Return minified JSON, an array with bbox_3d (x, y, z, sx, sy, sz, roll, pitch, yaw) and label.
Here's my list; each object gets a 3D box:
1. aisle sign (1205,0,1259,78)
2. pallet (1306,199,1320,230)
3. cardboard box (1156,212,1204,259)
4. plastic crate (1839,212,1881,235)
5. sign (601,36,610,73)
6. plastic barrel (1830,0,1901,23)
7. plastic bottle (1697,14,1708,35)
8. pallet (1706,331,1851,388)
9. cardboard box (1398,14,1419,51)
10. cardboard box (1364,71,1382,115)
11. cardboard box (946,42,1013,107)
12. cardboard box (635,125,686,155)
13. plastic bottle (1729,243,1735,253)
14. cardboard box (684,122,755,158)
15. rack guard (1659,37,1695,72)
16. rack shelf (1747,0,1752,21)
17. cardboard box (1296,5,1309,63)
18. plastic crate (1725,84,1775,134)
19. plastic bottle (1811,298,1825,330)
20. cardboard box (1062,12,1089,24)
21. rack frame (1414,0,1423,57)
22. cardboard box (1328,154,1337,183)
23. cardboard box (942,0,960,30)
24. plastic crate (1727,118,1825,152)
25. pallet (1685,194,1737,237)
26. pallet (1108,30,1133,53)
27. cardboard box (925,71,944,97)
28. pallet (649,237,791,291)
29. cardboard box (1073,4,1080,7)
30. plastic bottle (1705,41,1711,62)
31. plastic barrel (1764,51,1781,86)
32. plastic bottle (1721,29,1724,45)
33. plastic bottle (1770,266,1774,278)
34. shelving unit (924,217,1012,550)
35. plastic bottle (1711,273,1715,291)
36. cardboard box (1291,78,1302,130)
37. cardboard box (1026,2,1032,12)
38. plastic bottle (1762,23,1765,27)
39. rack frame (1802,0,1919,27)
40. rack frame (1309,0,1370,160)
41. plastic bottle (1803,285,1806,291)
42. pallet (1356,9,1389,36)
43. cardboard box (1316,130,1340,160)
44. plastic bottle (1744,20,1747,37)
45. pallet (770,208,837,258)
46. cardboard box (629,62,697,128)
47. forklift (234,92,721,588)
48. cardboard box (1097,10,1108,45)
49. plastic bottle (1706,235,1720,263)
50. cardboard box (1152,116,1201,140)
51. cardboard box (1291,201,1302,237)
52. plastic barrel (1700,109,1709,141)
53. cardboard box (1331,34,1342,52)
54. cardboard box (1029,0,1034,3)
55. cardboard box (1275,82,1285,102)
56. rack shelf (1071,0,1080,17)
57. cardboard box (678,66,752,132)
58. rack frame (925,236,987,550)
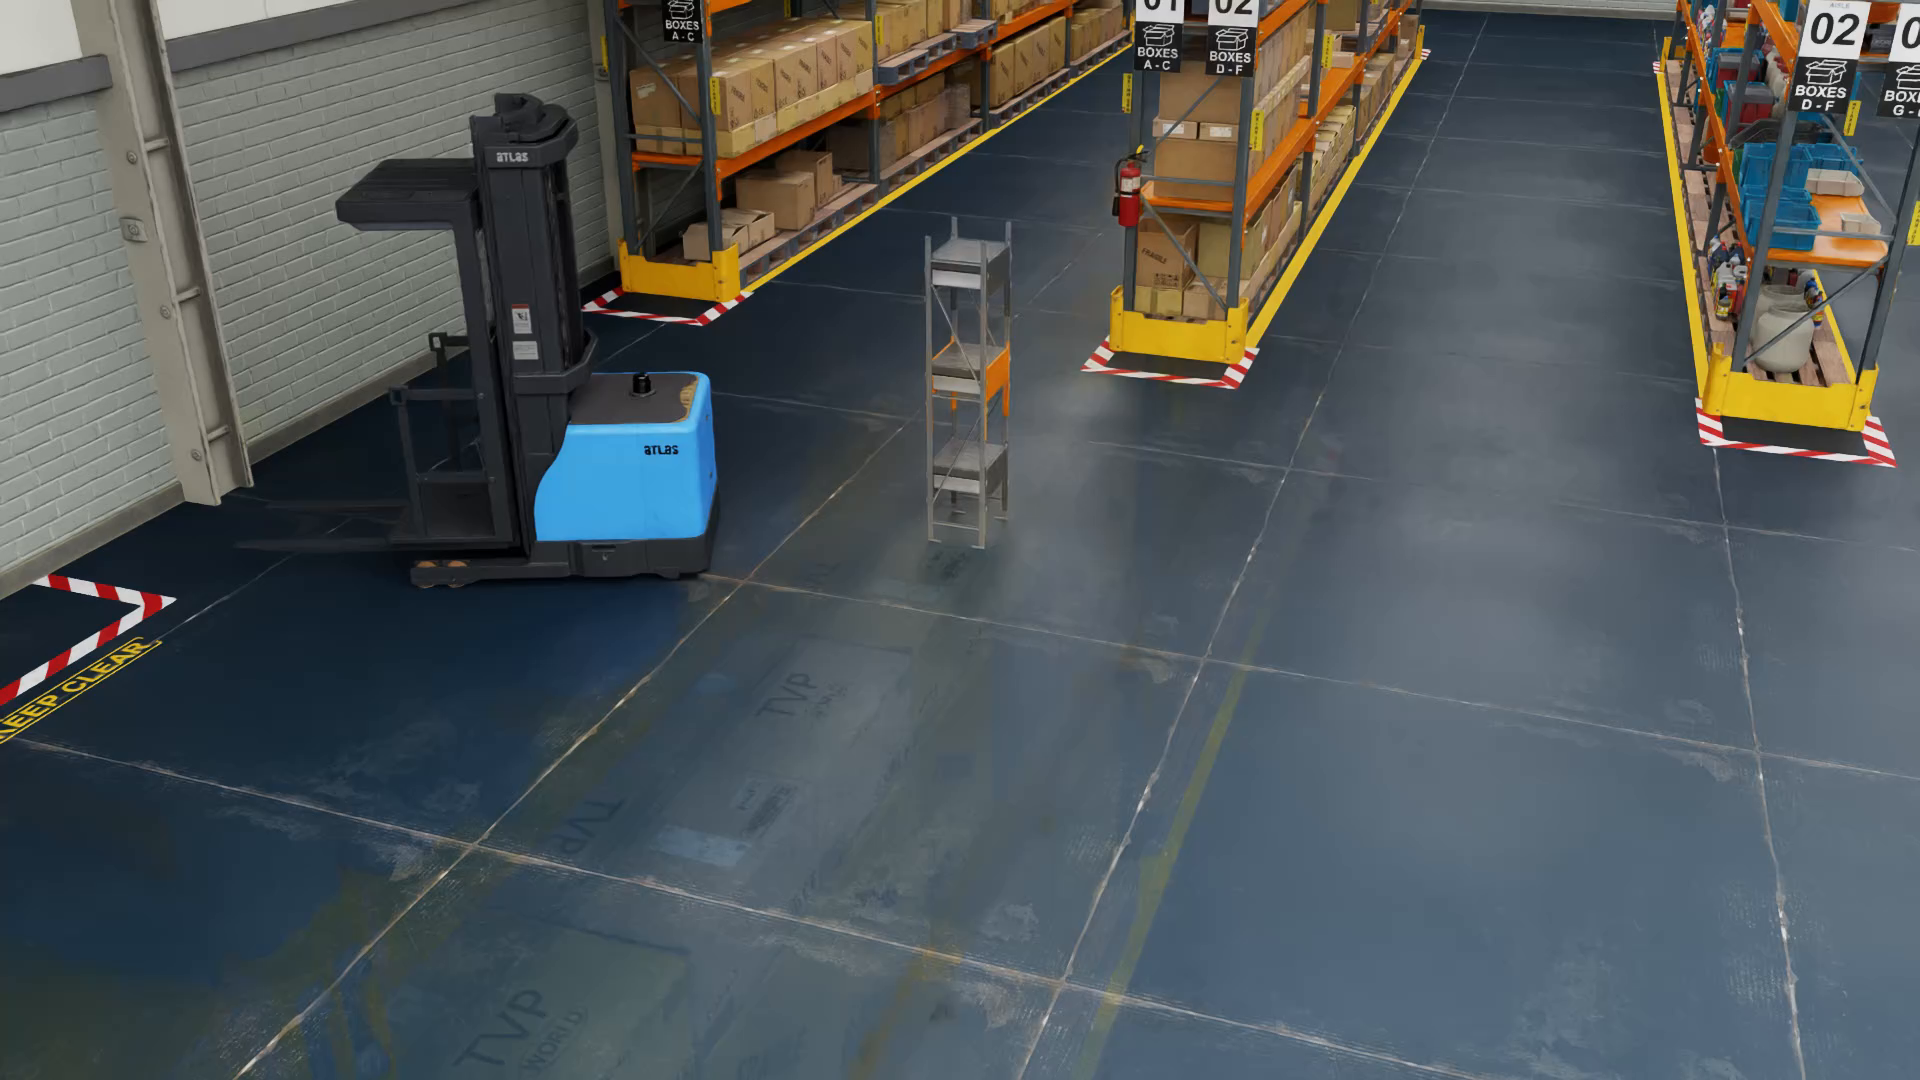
[{"bbox_3d":[2.187,-4.127,13.349,0.394,0.787,0.004,9,27,17],"label":"aisle sign"},{"bbox_3d":[3.460,-3.726,18.702,1.003,0.211,1.213,9,27,17],"label":"pallet"},{"bbox_3d":[2.137,-2.994,15.804,0.500,0.500,0.500,9,27,17],"label":"cardboard box"},{"bbox_3d":[7.191,-2.511,13.297,0.298,0.136,0.250,9,27,17],"label":"plastic crate"},{"bbox_3d":[-3.269,-4.497,15.405,0.100,0.325,0.005,9,27,17],"label":"sign"},{"bbox_3d":[6.632,-4.259,12.188,0.600,0.830,0.708,9,27,17],"label":"plastic barrel"},{"bbox_3d":[9.884,-6.853,22.109,0.097,0.271,0.097,0,26,0],"label":"plastic bottle"},{"bbox_3d":[6.846,-1.425,13.950,1.003,0.211,1.213,9,27,17],"label":"pallet"},{"bbox_3d":[7.296,-8.417,27.556,0.500,0.500,0.500,9,27,17],"label":"cardboard box"},{"bbox_3d":[5.513,-6.171,22.917,0.500,0.500,0.500,8,27,16],"label":"cardboard box"},{"bbox_3d":[0.278,-6.537,23.295,0.750,0.750,0.750,8,27,17],"label":"cardboard box"},{"bbox_3d":[-2.780,-3.907,16.026,0.500,0.250,0.500,9,27,18],"label":"cardboard box"},{"bbox_3d":[7.420,-2.708,16.014,0.061,0.283,0.133,9,27,17],"label":"plastic bottle"},{"bbox_3d":[-2.291,-3.841,15.891,0.500,0.250,0.500,8,27,16],"label":"cardboard box"},{"bbox_3d":[11.910,-7.770,26.725,1.175,0.500,0.348,9,27,17],"label":"rack guard"},{"bbox_3d":[8.586,-5.800,17.171,1.077,0.370,4.000,9,27,17],"label":"rack shelf"},{"bbox_3d":[3.109,-5.118,16.775,0.700,0.500,0.500,9,27,18],"label":"cardboard box"},{"bbox_3d":[7.794,-4.224,16.460,0.402,0.464,0.583,9,27,17],"label":"plastic crate"},{"bbox_3d":[7.487,-1.978,14.520,0.097,0.271,0.097,0,26,0],"label":"plastic bottle"},{"bbox_3d":[1.872,-8.439,26.880,0.380,0.149,0.250,10,27,19],"label":"cardboard box"},{"bbox_3d":[7.244,-9.604,27.643,1.000,3.000,0.127,9,27,17],"label":"rack frame"},{"bbox_3d":[4.130,-4.385,19.539,0.500,0.250,0.500,9,27,18],"label":"cardboard box"},{"bbox_3d":[-0.398,-6.848,21.331,0.700,0.500,0.500,6,27,13],"label":"cardboard box"},{"bbox_3d":[7.627,-3.728,15.578,0.767,0.338,0.504,9,27,17],"label":"plastic crate"},{"bbox_3d":[8.550,-3.529,18.296,1.003,0.211,1.213,9,27,17],"label":"pallet"},{"bbox_3d":[2.379,-8.725,29.029,1.003,0.211,1.213,9,27,17],"label":"pallet"},{"bbox_3d":[-0.530,-5.915,21.527,0.500,0.250,0.500,9,27,18],"label":"cardboard box"},{"bbox_3d":[-2.424,-2.850,16.894,1.003,0.211,1.213,9,27,17],"label":"pallet"},{"bbox_3d":[1.781,-8.829,27.686,0.380,0.149,0.250,8,27,17],"label":"cardboard box"},{"bbox_3d":[9.182,-5.986,20.319,0.097,0.271,0.097,0,26,0],"label":"plastic bottle"},{"bbox_3d":[8.971,-5.020,18.047,0.421,0.512,0.421,0,26,0],"label":"plastic barrel"},{"bbox_3d":[9.691,-6.427,21.229,0.097,0.271,0.097,0,26,0],"label":"plastic bottle"},{"bbox_3d":[7.842,-2.673,15.863,0.144,0.351,0.185,9,27,17],"label":"plastic bottle"},{"bbox_3d":[0.055,-1.013,10.933,0.431,2.100,0.503,9,27,17],"label":"shelving unit"},{"bbox_3d":[7.082,-2.429,15.531,0.097,0.201,0.097,0,26,0],"label":"plastic bottle"},{"bbox_3d":[3.109,-4.534,17.057,0.700,0.500,0.500,8,27,16],"label":"cardboard box"},{"bbox_3d":[0.832,-7.769,24.120,0.380,0.149,0.250,10,27,19],"label":"cardboard box"},{"bbox_3d":[10.423,-6.563,21.504,0.152,0.276,0.135,9,27,17],"label":"plastic bottle"},{"bbox_3d":[6.590,-5.009,11.269,1.000,3.000,0.127,9,27,17],"label":"rack frame"},{"bbox_3d":[4.582,-6.316,20.853,1.000,3.000,0.127,9,27,17],"label":"rack frame"},{"bbox_3d":[7.736,-2.254,15.170,0.097,0.201,0.097,0,26,0],"label":"plastic bottle"},{"bbox_3d":[5.225,-7.029,22.546,1.003,0.211,1.213,9,27,17],"label":"pallet"},{"bbox_3d":[4.134,-4.642,19.425,0.500,0.311,0.500,10,27,19],"label":"cardboard box"},{"bbox_3d":[10.450,-6.813,21.937,0.144,0.351,0.185,9,27,17],"label":"plastic bottle"},{"bbox_3d":[-2.016,-3.350,17.926,1.003,0.211,1.213,9,27,17],"label":"pallet"},{"bbox_3d":[-2.796,-4.249,15.872,0.500,0.500,0.500,8,27,17],"label":"cardboard box"},{"bbox_3d":[-3.151,-1.248,10.464,3.031,2.935,1.130,-1,26,-2],"label":"forklift"},{"bbox_3d":[2.100,-8.670,28.101,0.700,0.500,0.500,8,27,16],"label":"cardboard box"},{"bbox_3d":[7.401,-2.855,16.330,0.097,0.271,0.097,0,26,0],"label":"plastic bottle"},{"bbox_3d":[1.867,-3.550,14.281,0.380,0.149,0.250,8,27,17],"label":"cardboard box"},{"bbox_3d":[3.303,-3.401,17.506,0.500,0.250,0.500,9,27,17],"label":"cardboard box"},{"bbox_3d":[9.775,-5.367,21.179,0.600,0.588,0.708,9,27,17],"label":"plastic barrel"},{"bbox_3d":[4.420,-6.133,20.576,0.500,0.311,0.500,11,28,21],"label":"cardboard box"},{"bbox_3d":[0.828,-8.016,23.885,0.500,0.500,0.500,10,27,19],"label":"cardboard box"},{"bbox_3d":[2.853,-4.235,15.696,0.380,0.149,0.250,10,27,19],"label":"cardboard box"},{"bbox_3d":[1.906,-9.175,27.582,1.077,0.370,4.000,9,27,17],"label":"rack shelf"},{"bbox_3d":[-2.310,-4.177,15.723,0.500,0.500,0.500,9,27,18],"label":"cardboard box"},{"bbox_3d":[-0.026,-0.913,10.726,0.400,2.100,0.015,9,27,17],"label":"rack frame"}]
